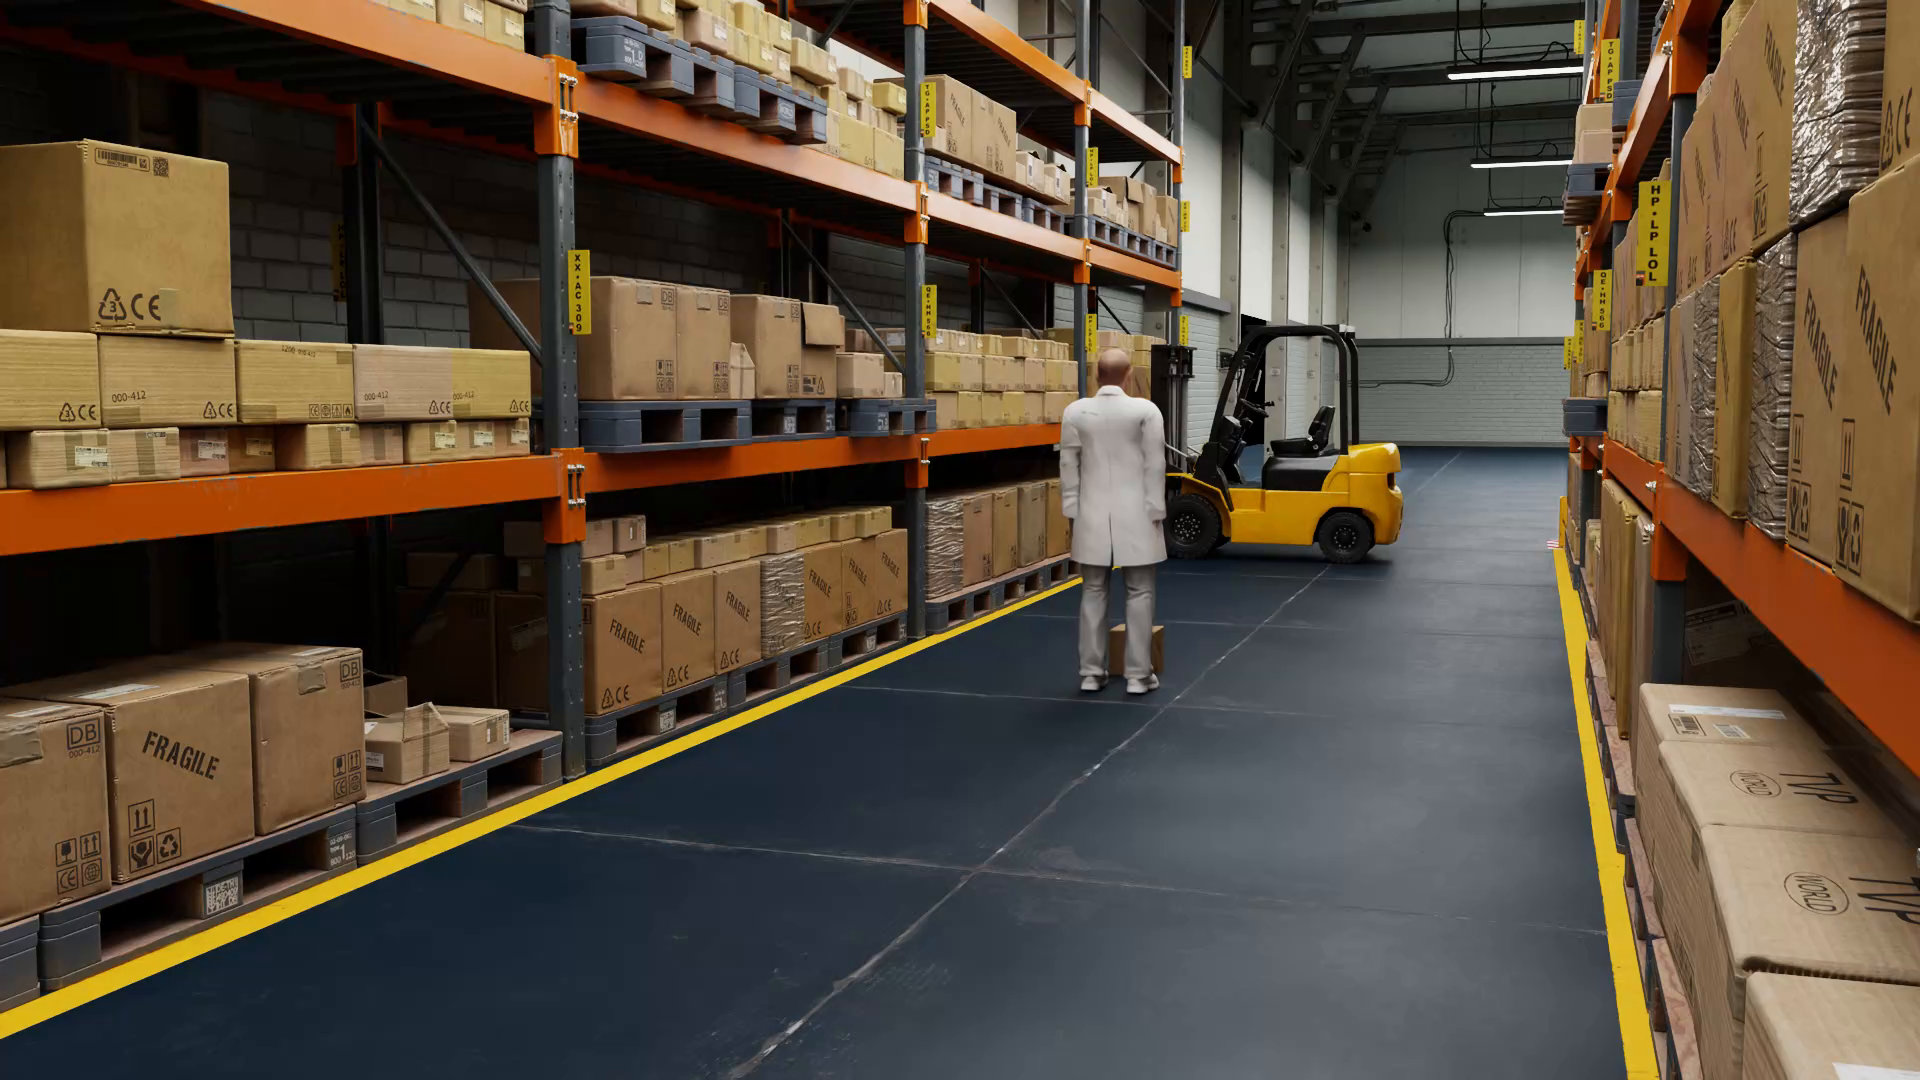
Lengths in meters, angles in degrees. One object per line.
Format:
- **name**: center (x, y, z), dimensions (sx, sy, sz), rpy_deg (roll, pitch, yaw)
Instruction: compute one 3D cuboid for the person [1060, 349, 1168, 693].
- **person**: center (0.798, -0.035, 8.647), dimensions (0.564, 1.638, 0.377), rpy_deg (2, 5, 20)
